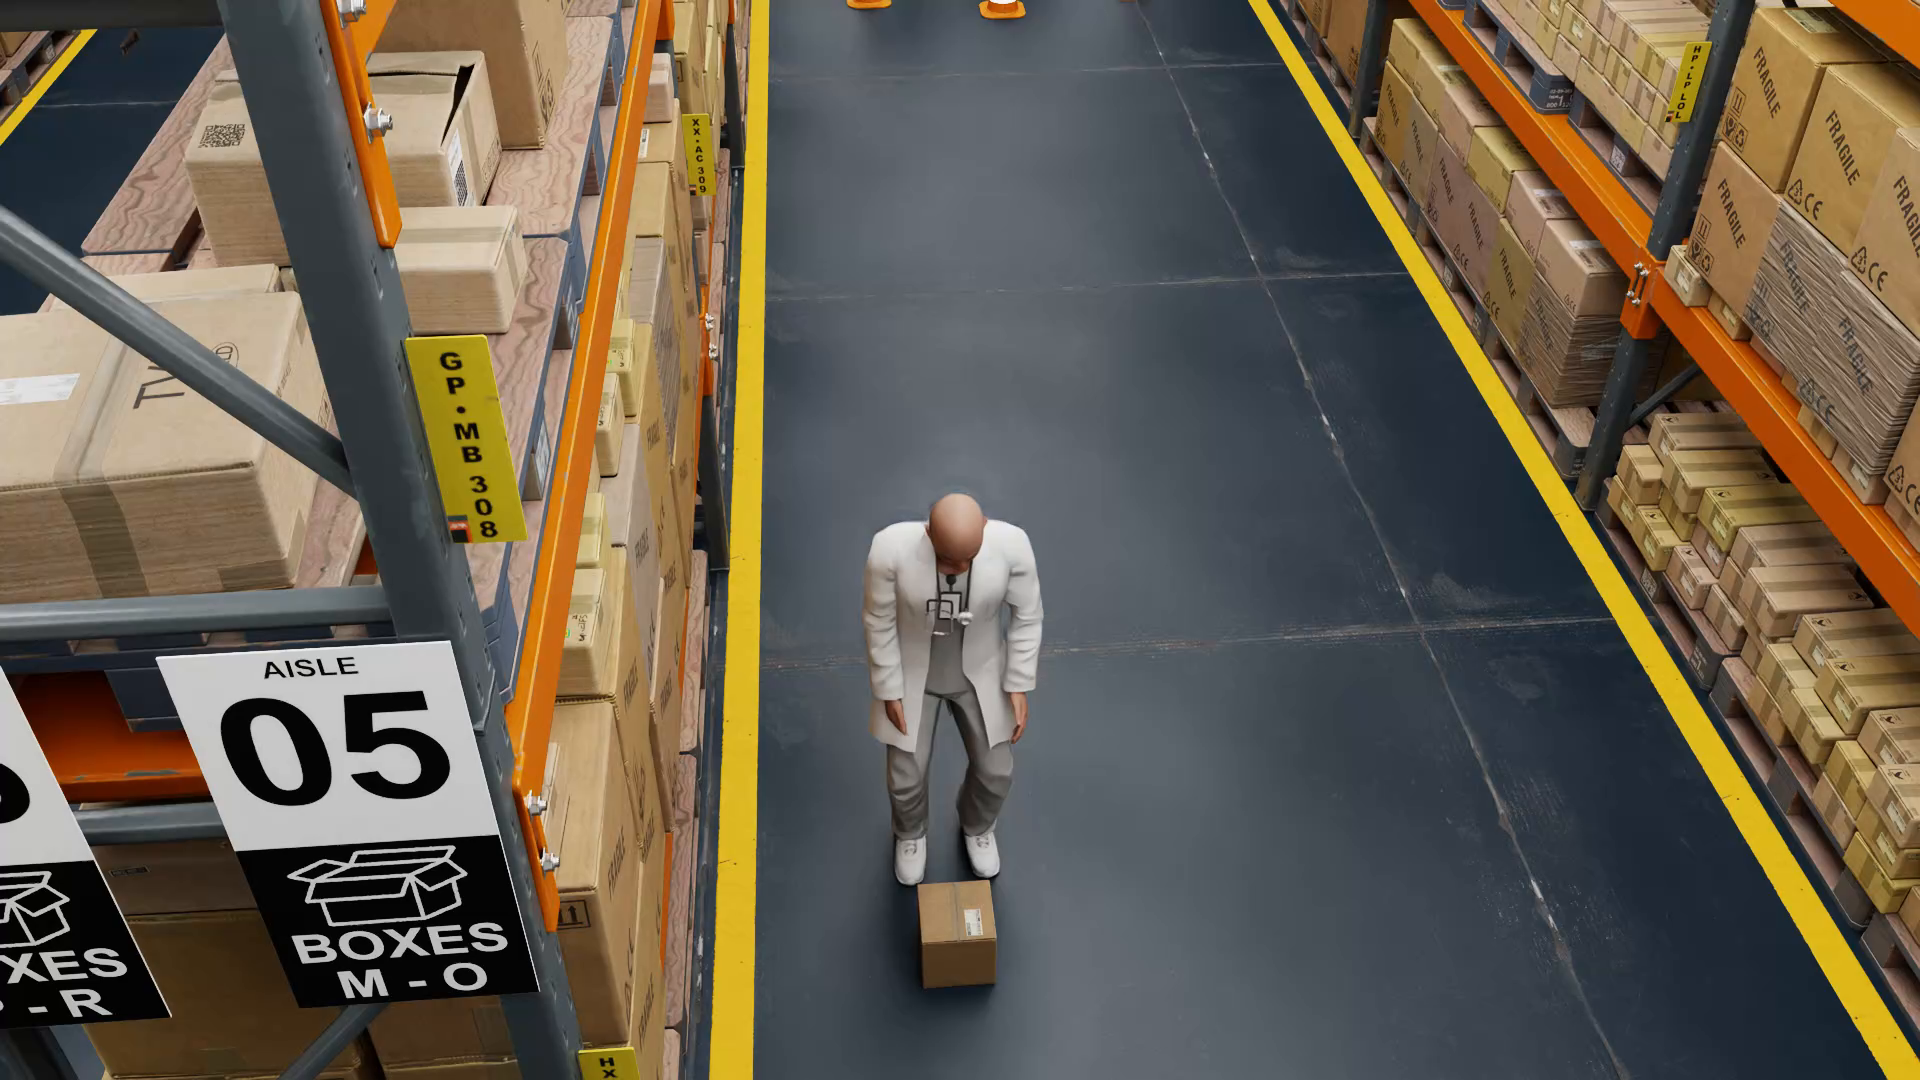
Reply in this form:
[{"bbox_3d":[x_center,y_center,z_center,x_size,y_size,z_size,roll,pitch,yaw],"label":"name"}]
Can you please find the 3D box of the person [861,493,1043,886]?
[{"bbox_3d":[-0.024,0.475,5.649,0.599,1.694,0.459,-2,39,-3],"label":"person"}]
